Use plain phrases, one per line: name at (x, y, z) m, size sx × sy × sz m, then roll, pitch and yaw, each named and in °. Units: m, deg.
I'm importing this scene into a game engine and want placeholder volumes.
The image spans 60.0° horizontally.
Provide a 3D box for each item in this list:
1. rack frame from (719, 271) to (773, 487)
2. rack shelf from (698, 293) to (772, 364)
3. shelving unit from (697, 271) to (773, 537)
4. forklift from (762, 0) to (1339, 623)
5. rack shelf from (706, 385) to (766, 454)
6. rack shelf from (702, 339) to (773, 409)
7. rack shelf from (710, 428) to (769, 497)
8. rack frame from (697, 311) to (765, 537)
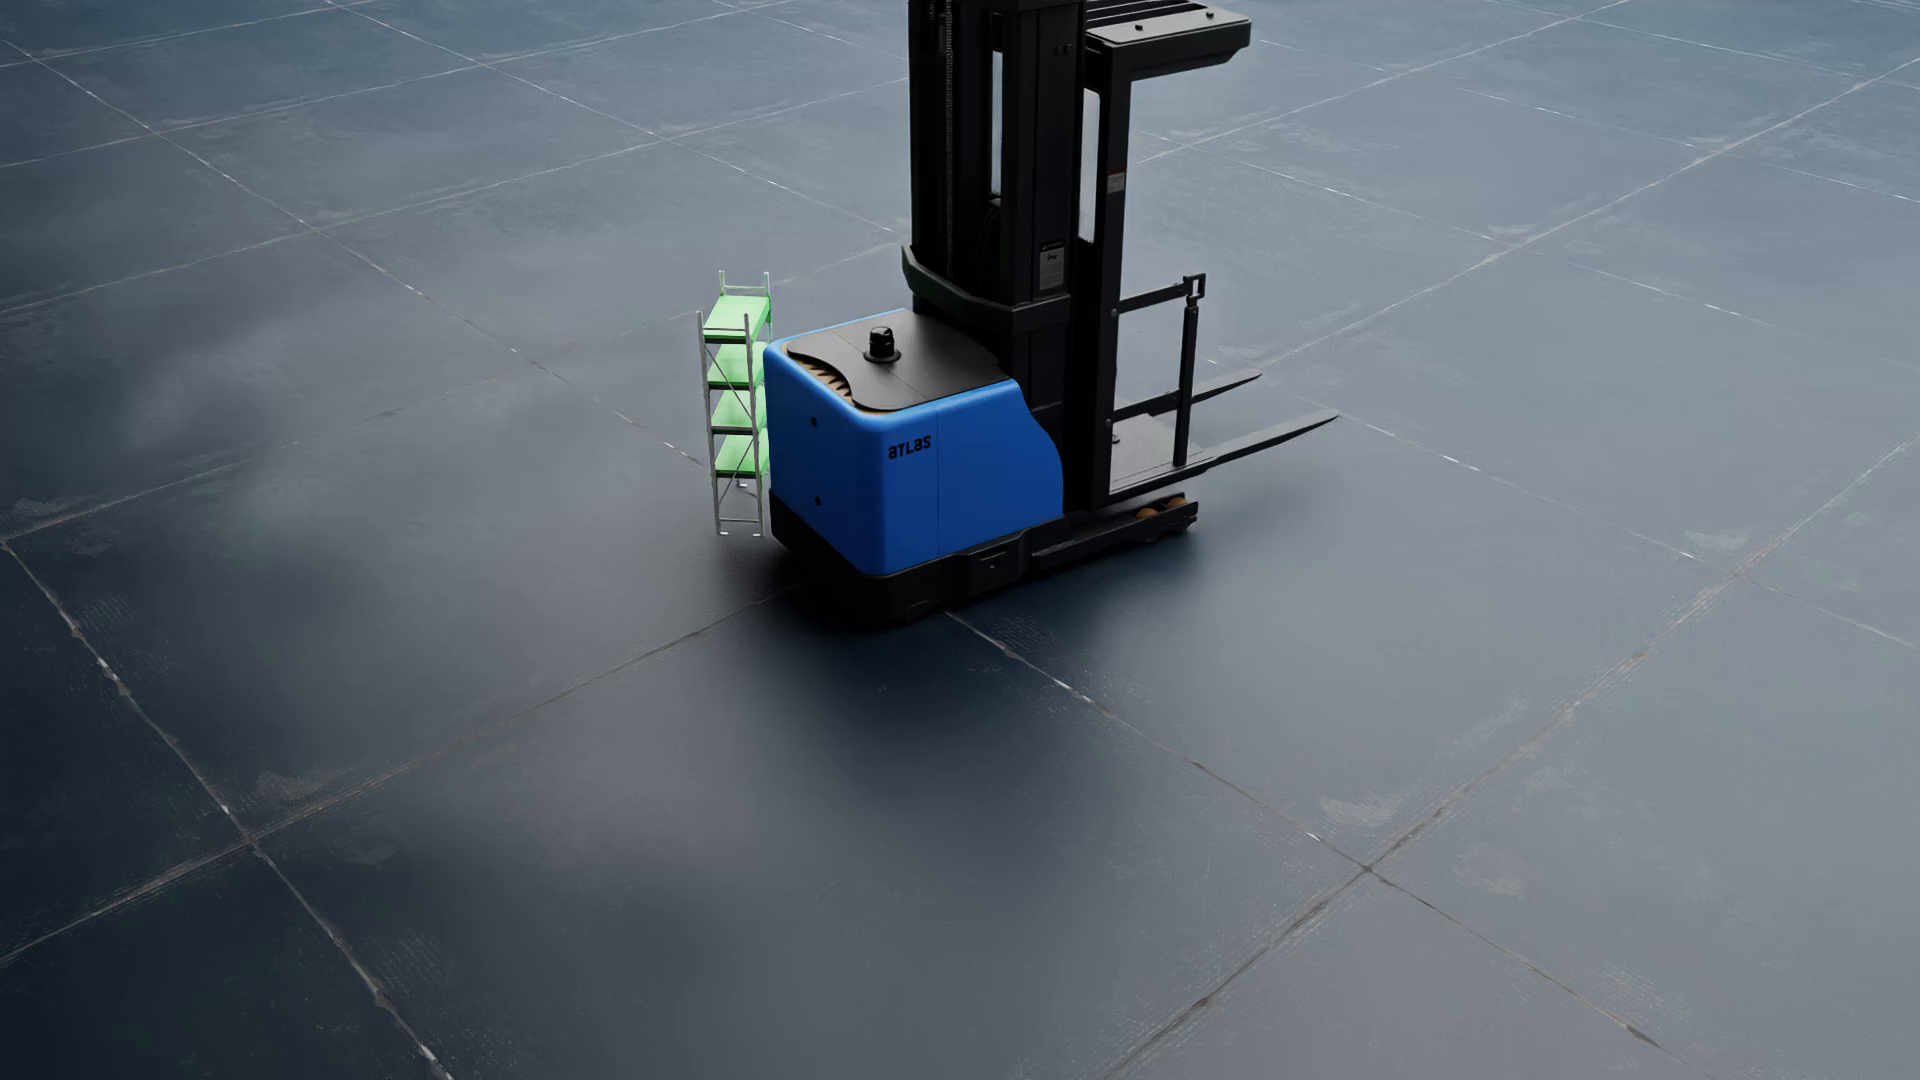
rack frame at (-1.051, -0.790, 8.392) m, size 0.240 × 1.200 × 0.015 m, roll 3°, pitch 32°, yaw 4°
rack shelf at (-1.072, -1.018, 7.967) m, size 0.258 × 0.148 × 0.480 m, roll 3°, pitch 32°, yaw 4°
shelving unit at (-1.072, -0.663, 8.184) m, size 0.258 × 1.200 × 0.503 m, roll 3°, pitch 32°, yaw 4°
forklift at (0.586, -1.453, 7.816) m, size 3.031 × 2.935 × 1.130 m, roll -19°, pitch 36°, yaw -28°
rack shelf at (-1.072, -0.609, 8.218) m, size 0.258 × 0.148 × 0.480 m, roll 3°, pitch 32°, yaw 4°
rack shelf at (-1.072, -0.813, 8.092) m, size 0.258 × 0.148 × 0.480 m, roll 3°, pitch 32°, yaw 4°
rack shelf at (-1.072, -0.404, 8.343) m, size 0.258 × 0.148 × 0.480 m, roll 3°, pitch 32°, yaw 4°
rack frame at (-1.093, -0.536, 7.977) m, size 0.240 × 1.200 × 0.015 m, roll 3°, pitch 32°, yaw 4°
